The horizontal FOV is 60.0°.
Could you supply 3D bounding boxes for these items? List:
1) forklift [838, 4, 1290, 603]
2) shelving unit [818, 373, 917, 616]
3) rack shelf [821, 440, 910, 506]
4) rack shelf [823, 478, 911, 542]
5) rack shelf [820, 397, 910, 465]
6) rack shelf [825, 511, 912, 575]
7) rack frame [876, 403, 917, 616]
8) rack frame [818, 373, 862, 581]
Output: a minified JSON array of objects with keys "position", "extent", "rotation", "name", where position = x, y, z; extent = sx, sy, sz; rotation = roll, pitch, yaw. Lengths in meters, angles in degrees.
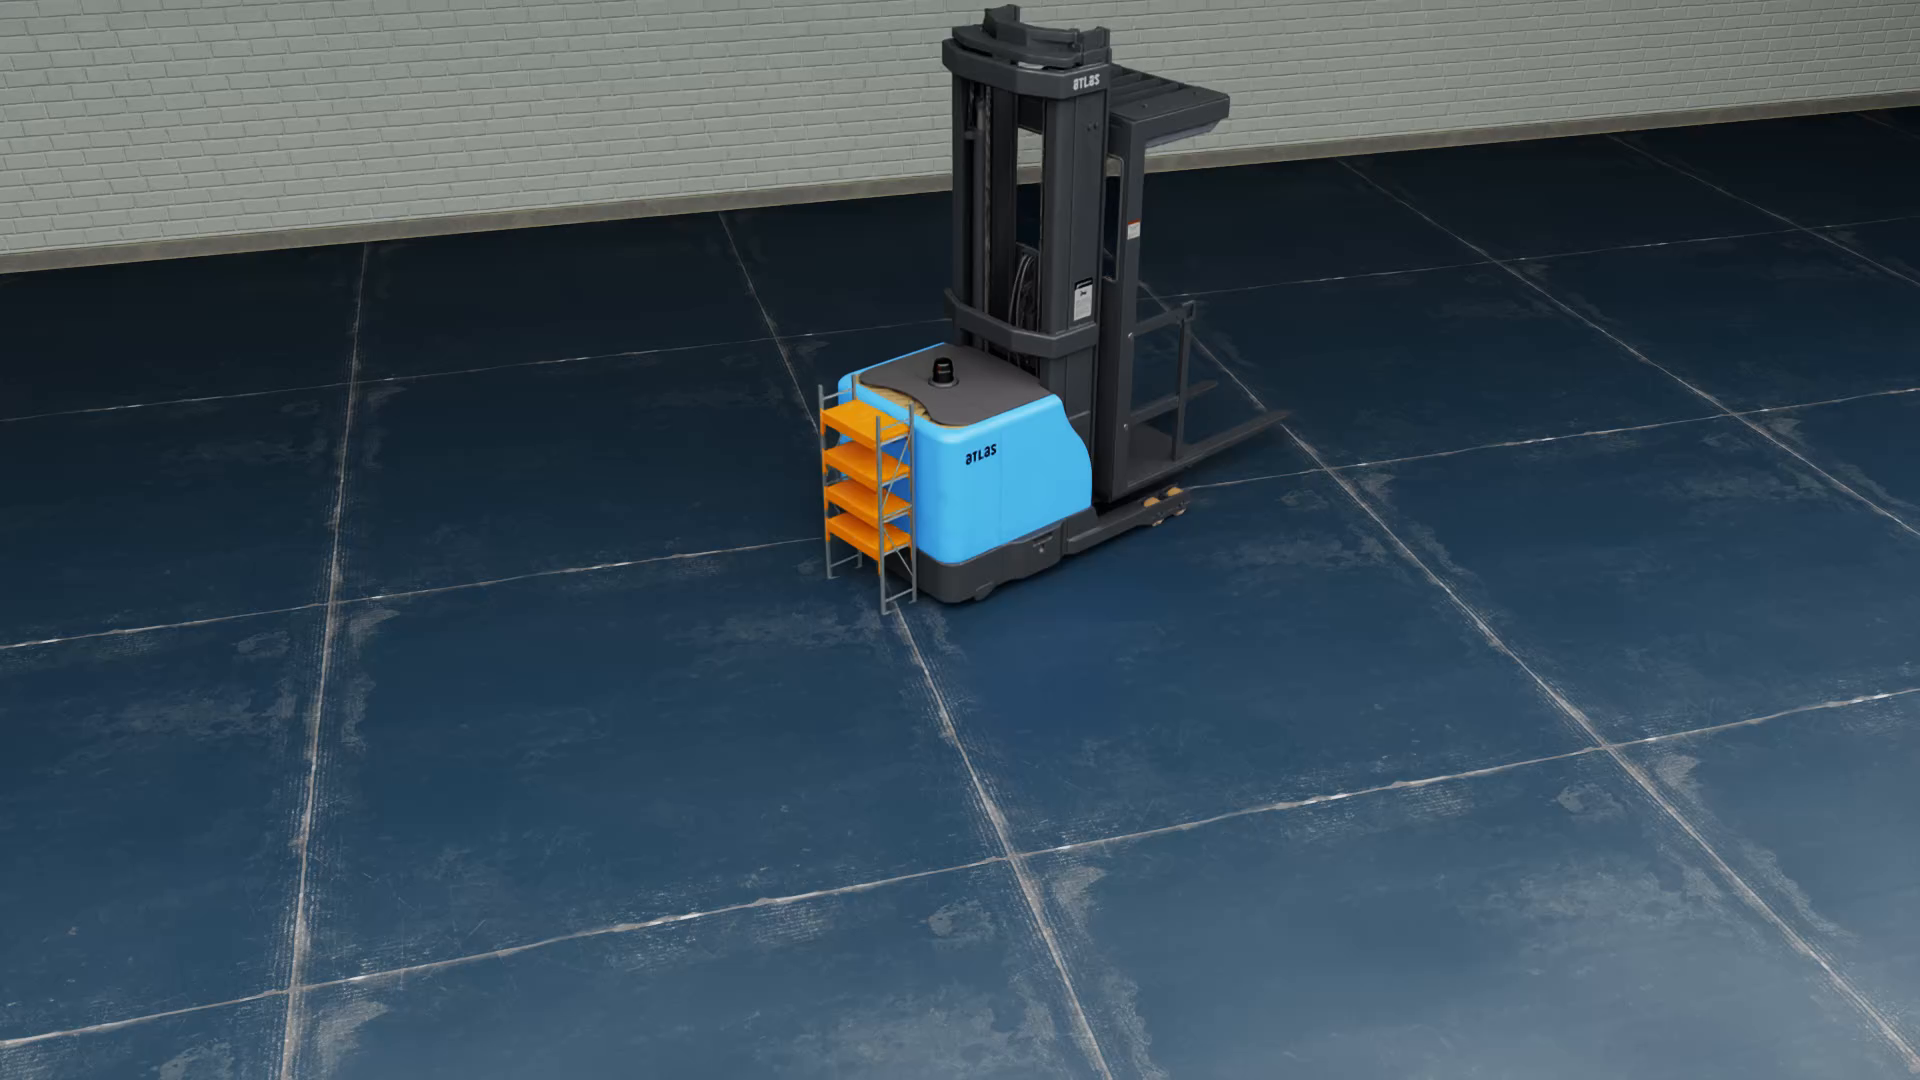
[{"position":[0.759,-1.533,9.473],"extent":[3.031,2.935,1.130],"rotation":[-23,37,-34],"name":"forklift"},{"position":[-0.493,-0.239,8.965],"extent":[0.258,1.200,0.503],"rotation":[-23,37,-34],"name":"shelving unit"},{"position":[-0.493,-0.374,8.887],"extent":[0.258,0.148,0.480],"rotation":[-23,37,-34],"name":"rack shelf"},{"position":[-0.493,-0.181,8.999],"extent":[0.258,0.148,0.480],"rotation":[-23,37,-34],"name":"rack shelf"},{"position":[-0.493,-0.579,8.768],"extent":[0.258,0.148,0.480],"rotation":[-23,37,-34],"name":"rack shelf"},{"position":[-0.493,-0.009,9.098],"extent":[0.258,0.148,0.480],"rotation":[-23,37,-34],"name":"rack shelf"},{"position":[-0.334,-0.146,8.805],"extent":[0.240,1.200,0.015],"rotation":[-23,37,-34],"name":"rack frame"},{"position":[-0.653,-0.331,9.125],"extent":[0.240,1.200,0.015],"rotation":[-23,37,-34],"name":"rack frame"}]
